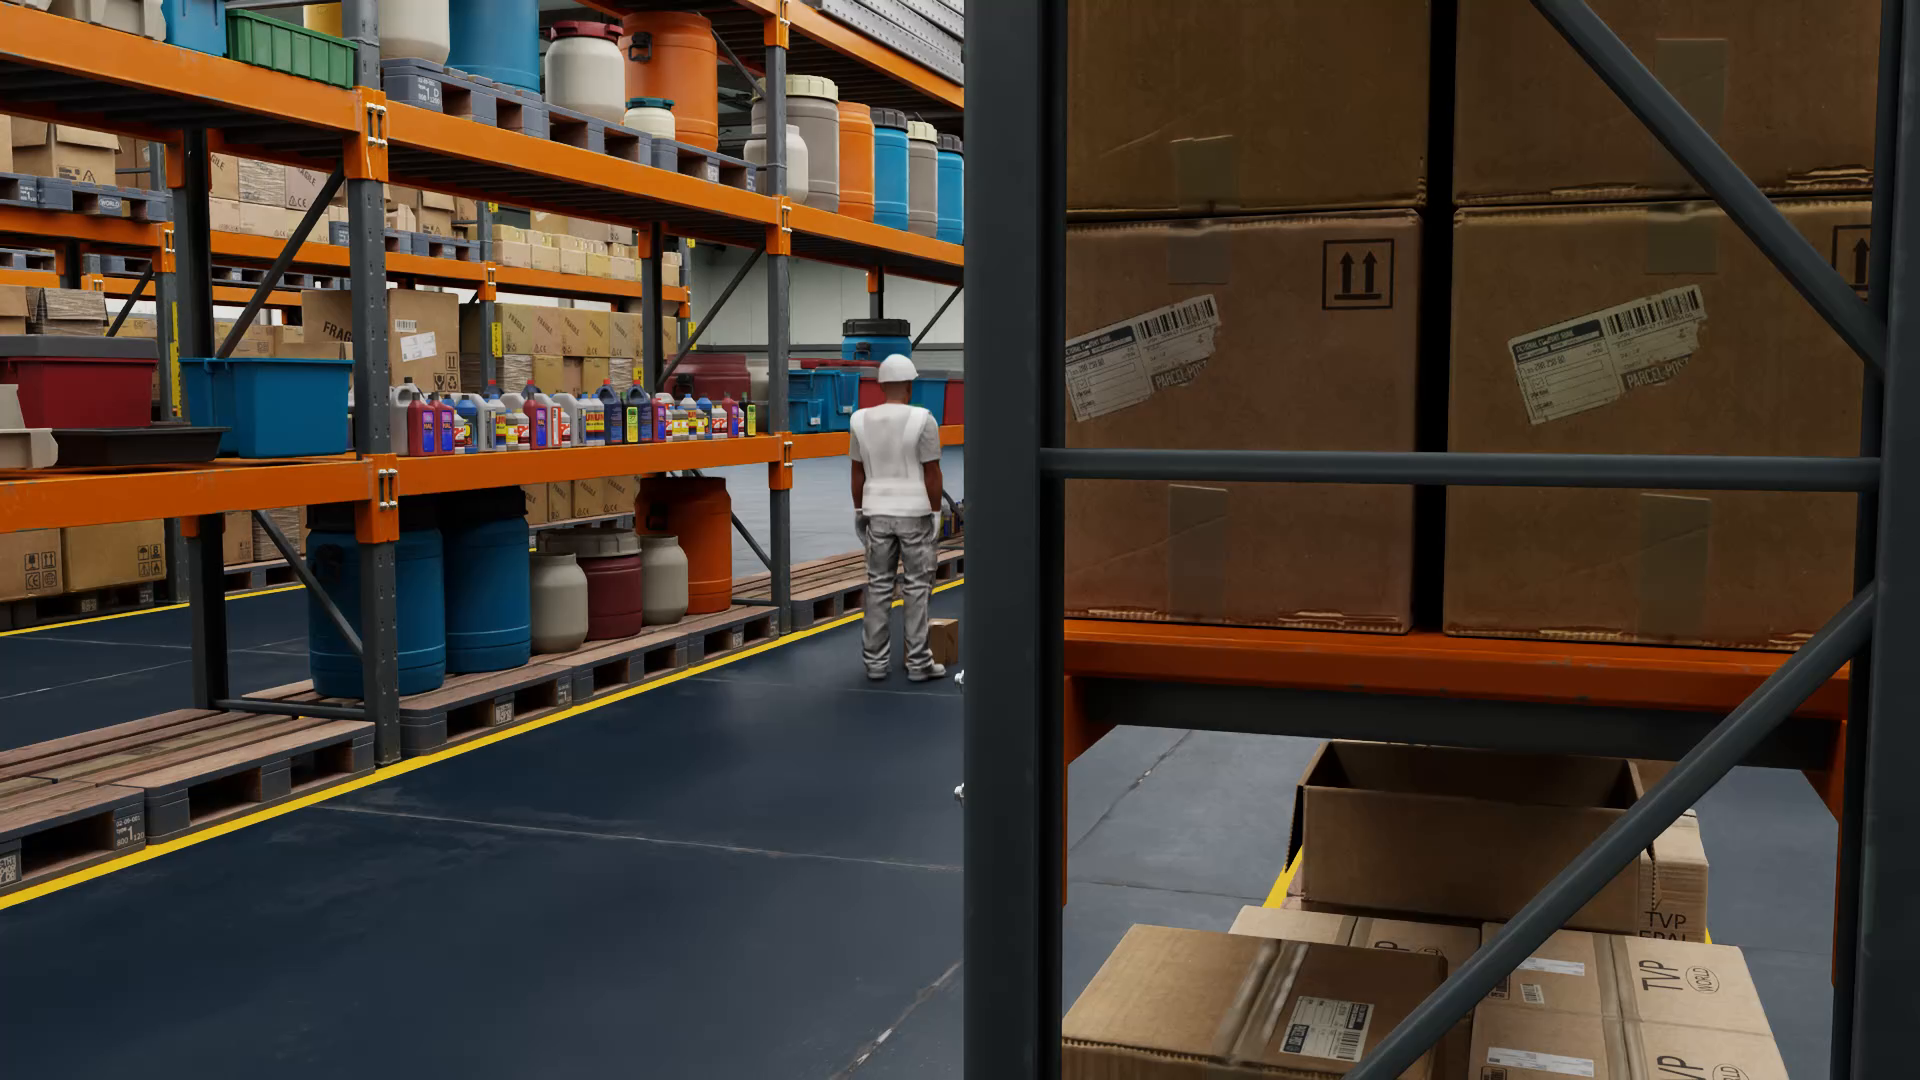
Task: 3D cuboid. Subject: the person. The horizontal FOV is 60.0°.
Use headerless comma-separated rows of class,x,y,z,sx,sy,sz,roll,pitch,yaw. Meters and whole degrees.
person,-0.340,-0.128,9.177,0.551,1.786,0.358,2,6,22
